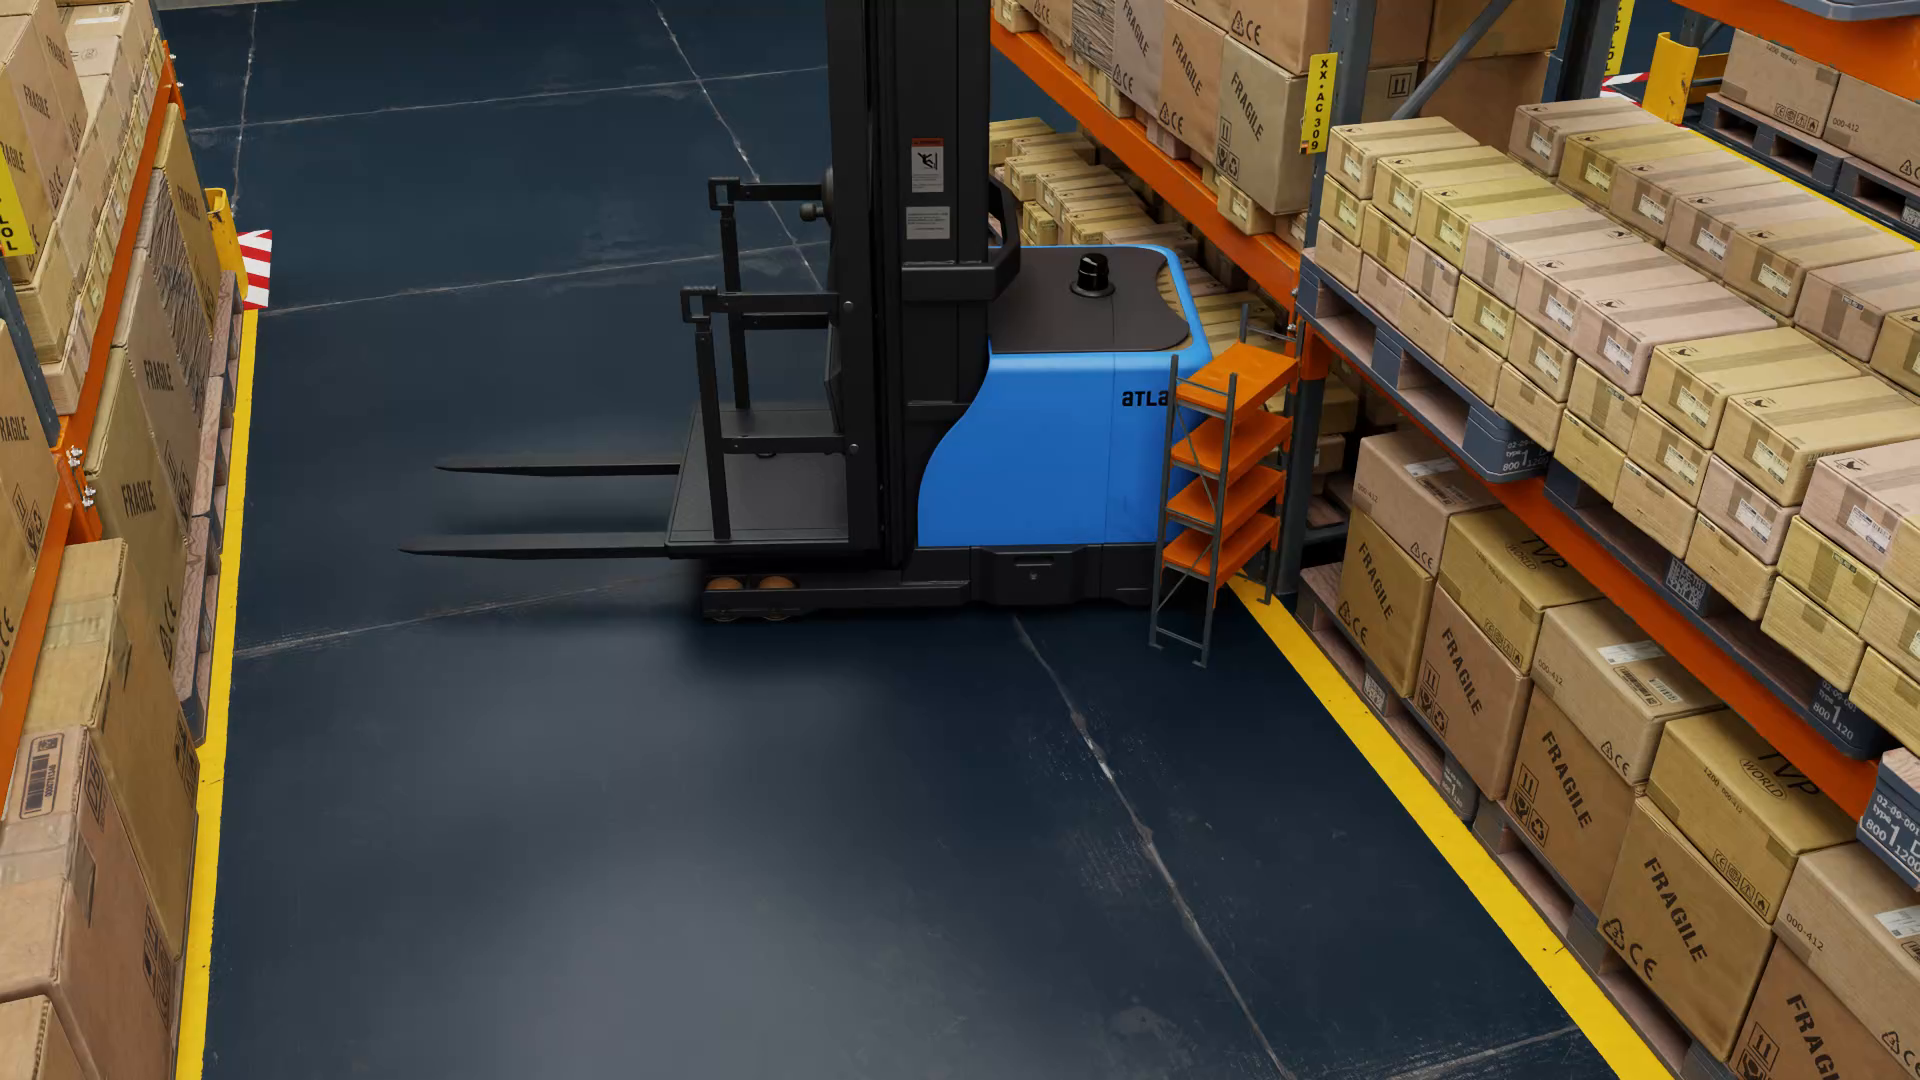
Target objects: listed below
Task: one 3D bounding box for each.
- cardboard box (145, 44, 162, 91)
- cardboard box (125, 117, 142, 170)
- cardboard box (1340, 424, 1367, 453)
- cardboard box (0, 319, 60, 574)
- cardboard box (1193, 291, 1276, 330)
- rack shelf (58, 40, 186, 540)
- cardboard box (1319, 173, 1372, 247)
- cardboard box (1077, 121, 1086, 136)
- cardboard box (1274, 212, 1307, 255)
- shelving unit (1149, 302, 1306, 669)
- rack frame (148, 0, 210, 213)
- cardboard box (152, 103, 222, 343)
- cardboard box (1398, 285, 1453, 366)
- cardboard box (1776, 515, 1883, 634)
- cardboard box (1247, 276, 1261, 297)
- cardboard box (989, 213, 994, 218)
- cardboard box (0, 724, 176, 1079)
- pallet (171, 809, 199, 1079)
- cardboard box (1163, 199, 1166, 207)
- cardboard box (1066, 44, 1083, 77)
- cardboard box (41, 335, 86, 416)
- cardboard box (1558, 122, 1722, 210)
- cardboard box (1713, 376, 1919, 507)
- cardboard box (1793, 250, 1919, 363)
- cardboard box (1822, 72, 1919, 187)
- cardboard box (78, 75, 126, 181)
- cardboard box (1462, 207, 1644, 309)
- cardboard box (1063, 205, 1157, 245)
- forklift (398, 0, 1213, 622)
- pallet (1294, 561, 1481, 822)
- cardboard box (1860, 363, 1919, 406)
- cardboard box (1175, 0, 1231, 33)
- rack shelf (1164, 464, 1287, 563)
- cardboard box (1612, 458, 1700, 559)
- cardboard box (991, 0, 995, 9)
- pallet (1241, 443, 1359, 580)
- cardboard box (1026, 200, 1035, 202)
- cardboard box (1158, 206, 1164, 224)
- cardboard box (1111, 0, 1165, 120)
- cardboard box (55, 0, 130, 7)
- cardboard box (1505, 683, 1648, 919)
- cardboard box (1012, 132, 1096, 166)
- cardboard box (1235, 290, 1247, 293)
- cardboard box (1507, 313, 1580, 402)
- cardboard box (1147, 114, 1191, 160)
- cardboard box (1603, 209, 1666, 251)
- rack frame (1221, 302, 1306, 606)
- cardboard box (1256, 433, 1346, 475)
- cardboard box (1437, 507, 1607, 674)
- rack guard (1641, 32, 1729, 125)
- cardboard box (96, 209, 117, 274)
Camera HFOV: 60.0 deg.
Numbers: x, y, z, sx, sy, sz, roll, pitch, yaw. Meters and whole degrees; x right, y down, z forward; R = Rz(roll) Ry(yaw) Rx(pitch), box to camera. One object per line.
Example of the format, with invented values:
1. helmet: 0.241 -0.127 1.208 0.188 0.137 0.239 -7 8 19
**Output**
1. cardboard box: -3.795 -2.090 7.420 0.380 0.149 0.250 -10 35 -14
2. cardboard box: -3.483 -1.554 6.609 0.380 0.149 0.250 -10 35 -15
3. cardboard box: 1.790 -0.514 7.012 0.380 0.149 0.250 -9 35 -13
4. cardboard box: -2.675 -0.205 4.248 0.500 0.500 0.500 -10 35 -15
5. cardboard box: 1.117 -0.927 7.097 0.380 0.149 0.250 -9 34 -13
6. rack shelf: -3.688 -1.112 6.365 1.077 0.370 4.000 -10 35 -15
7. cardboard box: 1.359 -1.054 5.201 0.380 0.149 0.250 -9 35 -14
8. cardboard box: 0.859 -2.242 9.088 0.380 0.149 0.250 -10 35 -14
9. cardboard box: 1.366 -1.149 5.996 0.380 0.149 0.250 -10 35 -15
10. shelving unit: 0.945 -0.183 5.938 0.258 1.200 0.503 22 39 30
11. rack frame: -4.298 -2.463 7.756 1.000 3.000 0.127 -10 35 -15
12. cardboard box: -4.027 -1.429 7.738 0.875 0.875 0.875 -10 35 -15
13. cardboard box: 1.521 -0.653 4.865 0.380 0.149 0.250 -10 35 -14
14. cardboard box: 1.997 0.039 3.547 0.380 0.149 0.250 -10 35 -15
15. cardboard box: 1.516 -1.153 7.439 0.380 0.149 0.250 -9 35 -14
16. cardboard box: 0.311 -1.900 9.110 0.380 0.149 0.250 -9 35 -14
17. cardboard box: -2.590 1.150 3.834 1.225 0.875 0.875 -11 35 -16
18. pallet: -2.771 1.193 4.753 1.003 0.211 1.213 -10 35 -15
19. cardboard box: 1.235 -1.708 8.279 0.380 0.149 0.250 -9 34 -13
20. cardboard box: 0.708 -2.243 7.651 0.380 0.149 0.250 -11 35 -16
21. cardboard box: -2.851 -0.469 4.967 0.380 0.149 0.250 -10 35 -15
22. cardboard box: 2.068 -1.143 5.067 0.380 0.149 0.250 -11 35 -16
23. cardboard box: 1.918 -0.221 3.672 0.380 0.149 0.250 -8 34 -12
24. cardboard box: 2.382 -0.600 4.244 0.380 0.149 0.250 -12 35 -17
25. cardboard box: 5.723 -2.427 9.644 0.875 0.438 0.875 -9 35 -13
26. cardboard box: -3.425 -1.508 6.177 0.500 0.250 0.500 -10 35 -15
27. cardboard box: 1.599 -0.766 4.496 0.380 0.149 0.250 -10 35 -15
28. cardboard box: 0.713 -1.458 7.901 0.380 0.149 0.250 -9 35 -14
29. forklift: -0.625 -1.212 5.925 3.031 2.935 1.130 -1 33 -2
30. pallet: 1.915 0.428 5.910 1.003 0.211 1.213 -10 35 -15
31. cardboard box: 2.460 -0.342 4.124 0.380 0.149 0.250 -9 34 -13
32. cardboard box: 1.113 -2.198 6.088 0.500 0.500 0.500 -11 35 -16
33. rack shelf: 0.945 -0.127 5.975 0.258 0.148 0.480 22 39 30
34. cardboard box: 1.836 -0.112 4.046 0.380 0.149 0.250 -12 35 -17
35. cardboard box: 0.360 -2.787 8.475 0.380 0.149 0.250 -9 34 -13
36. pallet: 1.438 -0.327 7.053 1.003 0.211 1.213 -10 35 -15
37. cardboard box: 0.560 -1.768 8.640 0.380 0.149 0.250 -10 35 -14
38. cardboard box: 1.220 -1.582 8.359 0.380 0.149 0.250 -10 35 -14
39. cardboard box: 0.952 -2.050 6.771 0.500 0.500 0.500 -10 35 -15
40. cardboard box: -3.899 -2.625 7.188 0.500 0.500 0.500 -10 35 -14
41. cardboard box: 1.985 0.707 4.846 0.500 0.500 0.500 -9 35 -14
42. cardboard box: 0.491 -2.021 8.753 0.380 0.149 0.250 -9 35 -14
43. cardboard box: 1.458 -1.028 7.520 0.380 0.149 0.250 -8 34 -13
44. cardboard box: 1.683 -0.505 4.370 0.380 0.149 0.250 -9 34 -13
45. cardboard box: 0.993 -1.694 6.820 0.380 0.149 0.250 -12 35 -17
46. cardboard box: 2.140 -0.893 4.958 0.380 0.149 0.250 -9 34 -13
47. rack frame: 1.090 -0.291 6.102 0.240 1.200 0.015 22 39 30
48. cardboard box: 1.278 -0.365 6.517 0.380 0.149 0.250 -9 35 -14
49. cardboard box: 1.815 0.123 5.049 0.500 0.250 0.500 -9 35 -13
50. rack guard: 5.132 -3.099 10.986 1.175 0.500 0.348 -10 35 -15
51. cardboard box: -3.173 -1.017 5.796 0.380 0.149 0.250 -10 35 -15
